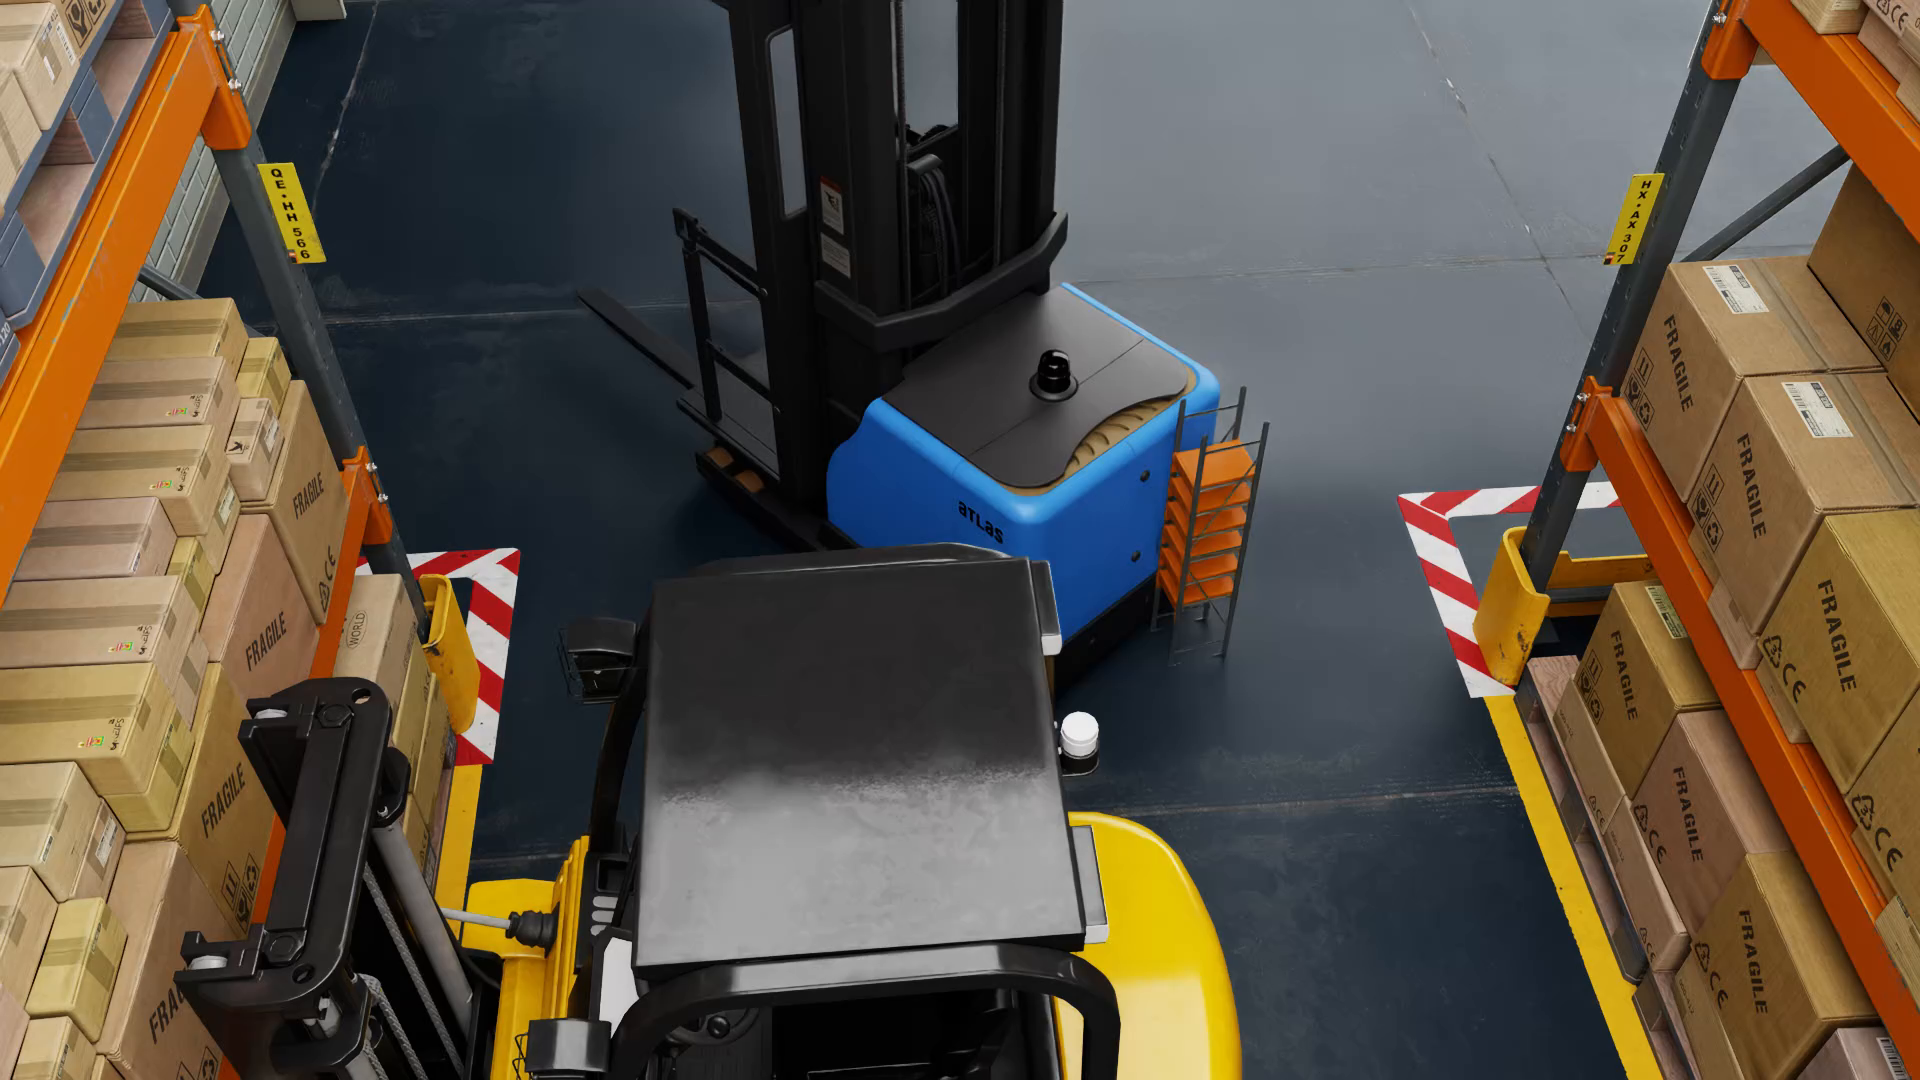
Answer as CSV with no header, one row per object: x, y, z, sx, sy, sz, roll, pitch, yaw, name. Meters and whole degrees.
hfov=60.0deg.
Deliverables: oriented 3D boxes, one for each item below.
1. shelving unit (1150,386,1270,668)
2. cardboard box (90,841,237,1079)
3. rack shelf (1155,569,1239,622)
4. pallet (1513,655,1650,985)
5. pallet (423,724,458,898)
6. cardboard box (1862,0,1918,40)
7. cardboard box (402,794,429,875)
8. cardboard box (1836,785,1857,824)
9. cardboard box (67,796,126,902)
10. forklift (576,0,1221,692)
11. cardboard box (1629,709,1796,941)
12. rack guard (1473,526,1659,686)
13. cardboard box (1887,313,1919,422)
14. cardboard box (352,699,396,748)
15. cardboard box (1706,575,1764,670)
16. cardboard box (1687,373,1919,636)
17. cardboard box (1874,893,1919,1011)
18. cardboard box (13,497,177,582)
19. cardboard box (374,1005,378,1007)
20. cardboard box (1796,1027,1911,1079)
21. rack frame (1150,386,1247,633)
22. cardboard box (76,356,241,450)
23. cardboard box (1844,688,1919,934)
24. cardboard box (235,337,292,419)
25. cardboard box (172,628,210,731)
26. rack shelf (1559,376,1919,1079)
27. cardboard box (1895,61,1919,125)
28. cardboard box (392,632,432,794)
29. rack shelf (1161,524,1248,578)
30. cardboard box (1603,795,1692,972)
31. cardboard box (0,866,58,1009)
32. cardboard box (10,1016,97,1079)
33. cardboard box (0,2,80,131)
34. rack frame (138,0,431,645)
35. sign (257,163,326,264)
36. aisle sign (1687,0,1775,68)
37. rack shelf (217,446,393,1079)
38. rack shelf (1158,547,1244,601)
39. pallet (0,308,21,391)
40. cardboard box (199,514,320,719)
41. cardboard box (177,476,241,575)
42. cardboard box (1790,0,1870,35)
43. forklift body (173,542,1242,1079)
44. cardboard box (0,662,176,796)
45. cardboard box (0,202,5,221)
0.875,-0.017,5.939,0.258,1.200,0.189,-13,48,-12,shelving unit
-1.946,1.023,3.646,0.500,0.500,0.500,-3,47,-3,cardboard box
0.874,0.177,6.147,0.258,0.103,0.180,-13,48,-12,rack shelf
2.606,0.907,5.745,1.003,0.211,1.213,-3,47,-3,pallet
-2.274,1.117,5.546,1.003,0.211,1.213,-3,47,-3,pallet
2.343,-1.399,3.841,0.500,0.250,0.500,-4,47,-4,cardboard box
-1.993,1.090,5.256,0.500,0.250,0.500,-3,47,-3,cardboard box
2.478,0.586,4.302,0.380,0.149,0.250,-2,47,-2,cardboard box
-2.008,0.697,3.508,0.380,0.149,0.250,-4,47,-4,cardboard box
-0.451,-1.364,6.023,1.130,2.935,3.031,-35,56,-28,forklift
2.409,0.842,4.974,0.500,0.500,0.500,-5,47,-5,cardboard box
2.573,0.218,6.199,1.175,0.500,0.348,-3,47,-3,rack guard
2.862,-0.454,4.152,0.700,0.500,0.500,-3,47,-3,cardboard box
-1.981,0.748,4.891,0.500,0.250,0.500,-3,47,-3,cardboard box
2.341,0.213,4.655,0.380,0.149,0.250,-3,47,-3,cardboard box
2.376,-0.099,4.504,0.500,0.500,0.500,-2,47,-2,cardboard box
2.433,0.964,3.944,0.380,0.149,0.250,-3,47,-3,cardboard box
-2.092,0.043,3.923,0.380,0.149,0.250,-3,47,-3,cardboard box
-1.932,1.306,4.707,0.500,0.250,0.500,-4,47,-4,cardboard box
2.496,1.592,4.264,0.500,0.500,0.500,-1,47,-1,cardboard box
0.848,-0.081,5.999,0.240,1.200,0.006,-13,48,-12,rack frame
-2.088,-0.329,4.275,0.380,0.149,0.250,-3,47,-3,cardboard box
2.471,0.637,3.807,0.500,0.500,0.500,-4,47,-4,cardboard box
-2.071,-0.416,4.562,0.380,0.149,0.250,-3,47,-3,cardboard box
-1.981,0.329,3.857,0.380,0.149,0.250,-5,47,-5,cardboard box
2.734,0.998,4.235,1.077,0.370,4.000,-3,47,-3,rack shelf
2.370,-1.004,3.742,0.380,0.149,0.250,-2,47,-2,cardboard box
-2.027,0.570,5.404,0.500,0.250,0.500,-4,47,-4,cardboard box
0.875,0.013,5.971,0.258,0.103,0.180,-13,48,-12,rack shelf
2.394,1.075,5.271,0.500,0.250,0.500,-2,47,-2,cardboard box
-2.001,0.787,3.218,0.380,0.149,0.250,-3,47,-3,cardboard box
-1.888,1.070,3.155,0.380,0.149,0.250,-5,47,-5,cardboard box
-2.007,-0.935,3.319,0.380,0.149,0.250,-5,47,-4,cardboard box
-2.379,-0.392,5.055,1.000,3.000,0.127,-3,47,-3,rack frame
-1.838,-0.895,4.571,0.100,0.325,0.005,-3,47,-3,sign
2.252,-1.616,4.424,0.394,0.787,0.004,-3,47,-3,aisle sign
-2.212,1.302,3.946,1.077,0.370,4.000,-3,47,-3,rack shelf
0.875,0.095,6.059,0.258,0.103,0.180,-13,48,-12,rack shelf
-2.241,0.005,2.675,1.003,0.211,1.213,-3,47,-3,pallet
-2.042,0.289,4.341,0.500,0.500,0.500,-2,47,-2,cardboard box
-2.059,-0.041,4.207,0.380,0.149,0.250,-3,47,-3,cardboard box
2.271,-1.382,4.100,0.380,0.149,0.250,-3,47,-3,cardboard box
-0.403,1.161,4.169,2.313,2.155,1.214,-3,47,-3,forklift body
-1.933,0.412,3.574,0.380,0.149,0.250,-3,47,-3,cardboard box
-2.113,-0.584,2.744,0.700,0.500,0.500,-3,47,-3,cardboard box
